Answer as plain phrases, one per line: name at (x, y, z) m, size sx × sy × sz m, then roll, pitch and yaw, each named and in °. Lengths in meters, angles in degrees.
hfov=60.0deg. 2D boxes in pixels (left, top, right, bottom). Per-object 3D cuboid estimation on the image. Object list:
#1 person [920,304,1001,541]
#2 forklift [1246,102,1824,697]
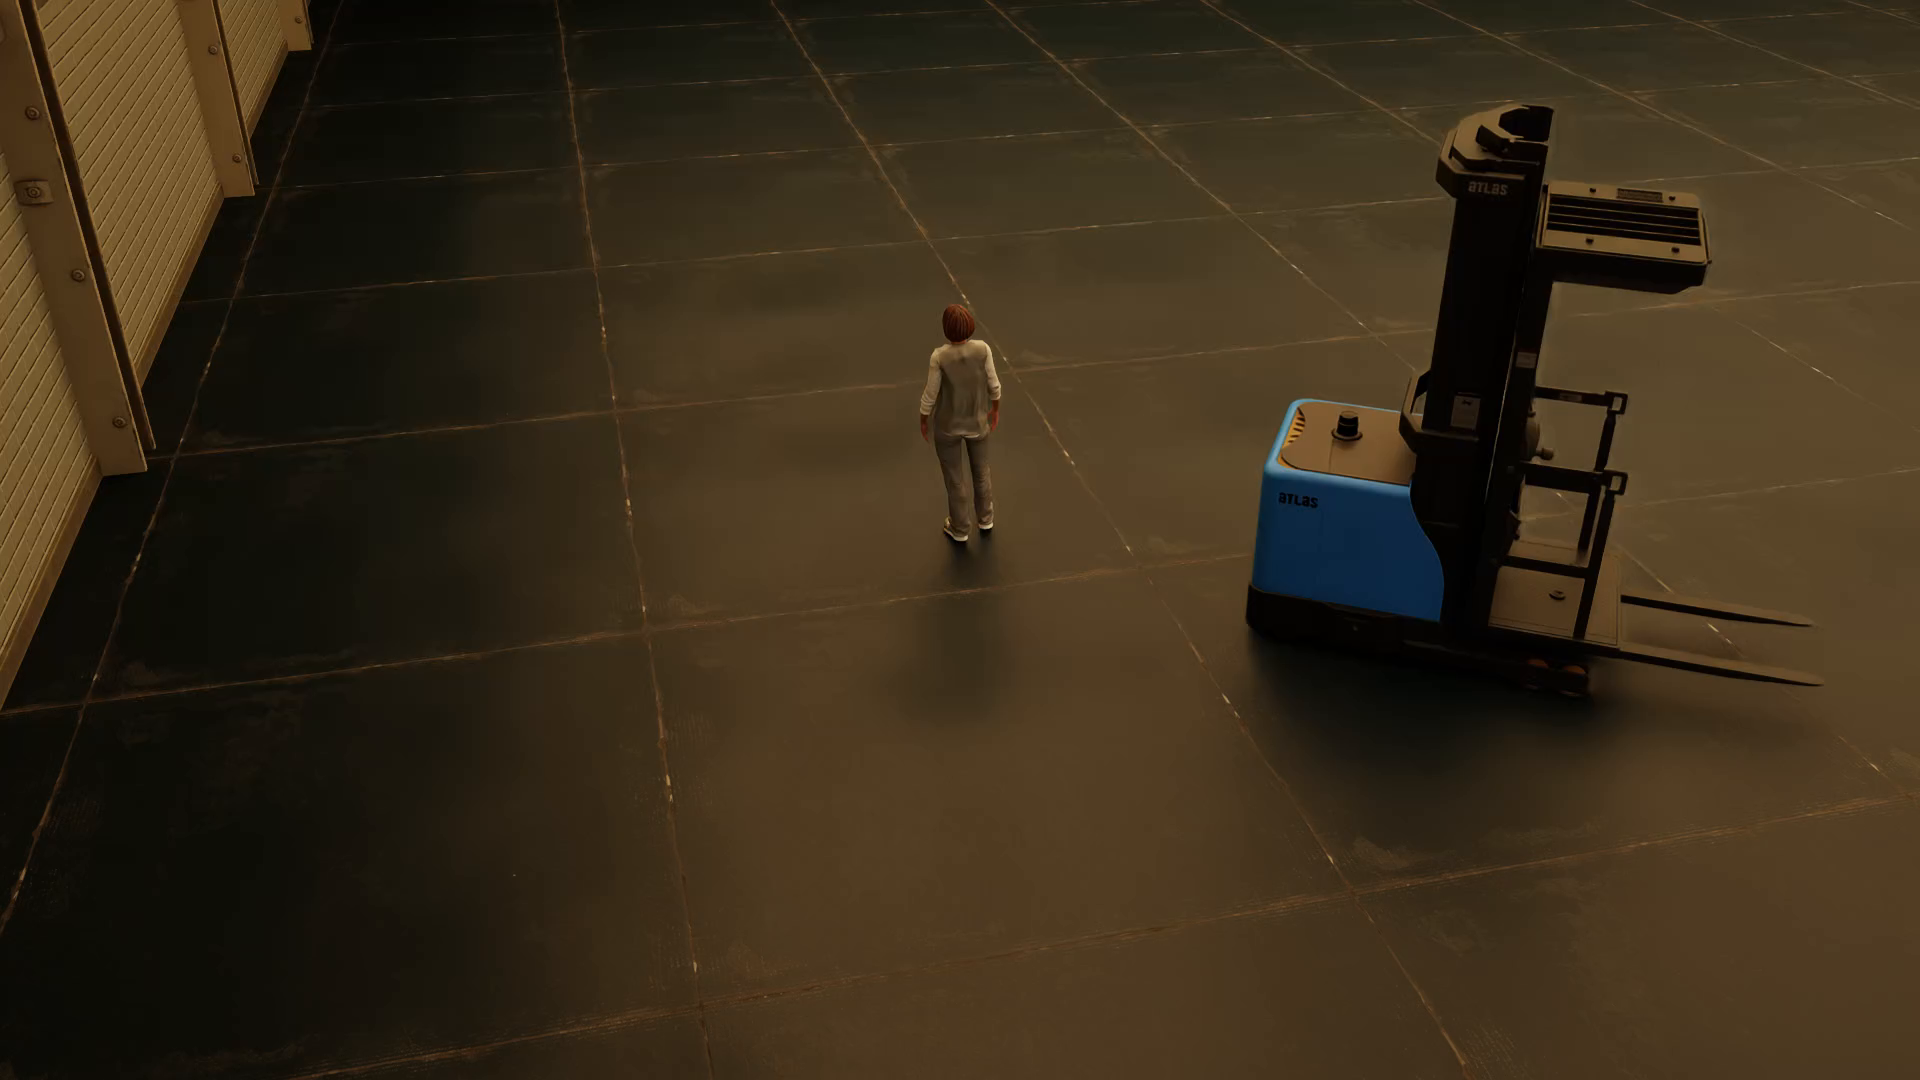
person at (-0.004, -0.735, 10.162) m, size 0.521 × 1.599 × 0.473 m, roll -7°, pitch 31°, yaw -12°
forklift at (3.220, -0.719, 8.817) m, size 3.031 × 2.935 × 1.130 m, roll 10°, pitch 32°, yaw 17°
